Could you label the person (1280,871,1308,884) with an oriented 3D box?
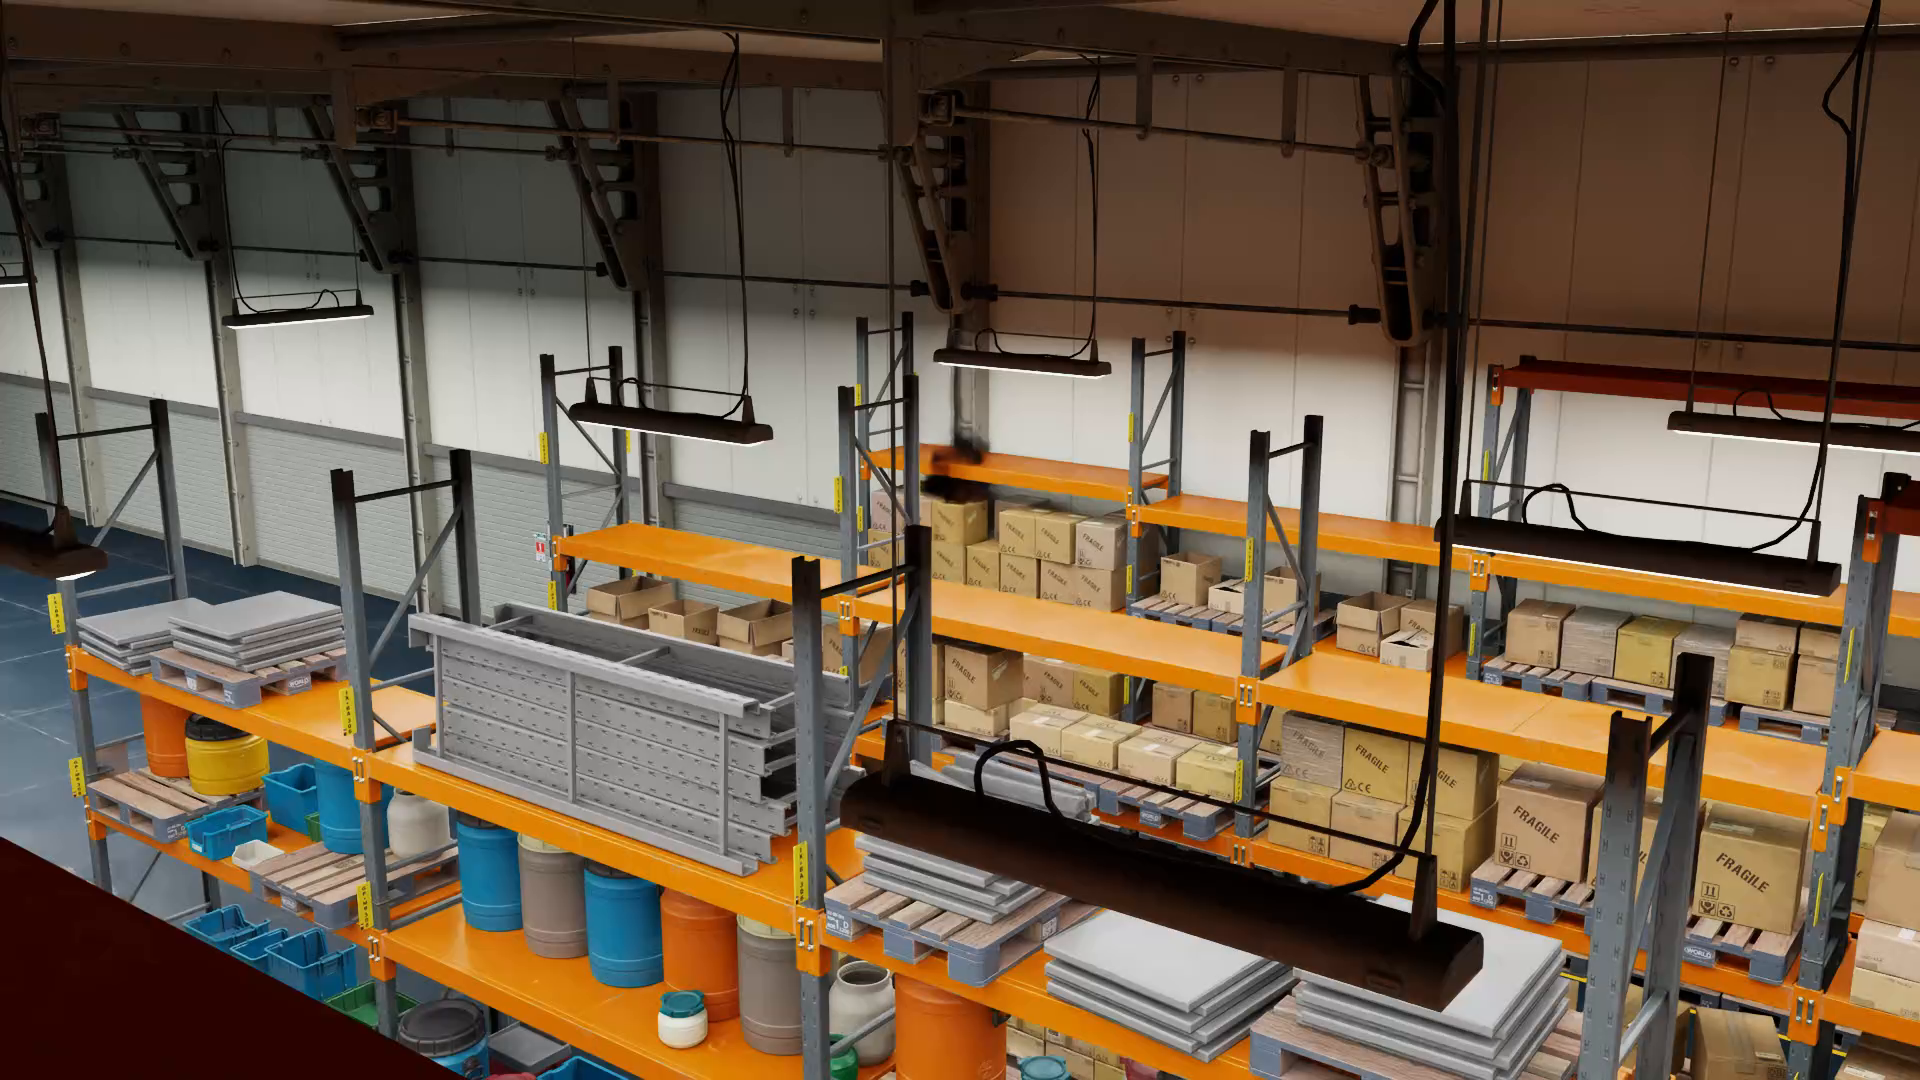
[{"bbox_3d":[2.993,3.776,15.166,0.905,1.669,0.616,8,15,30],"label":"person"}]
